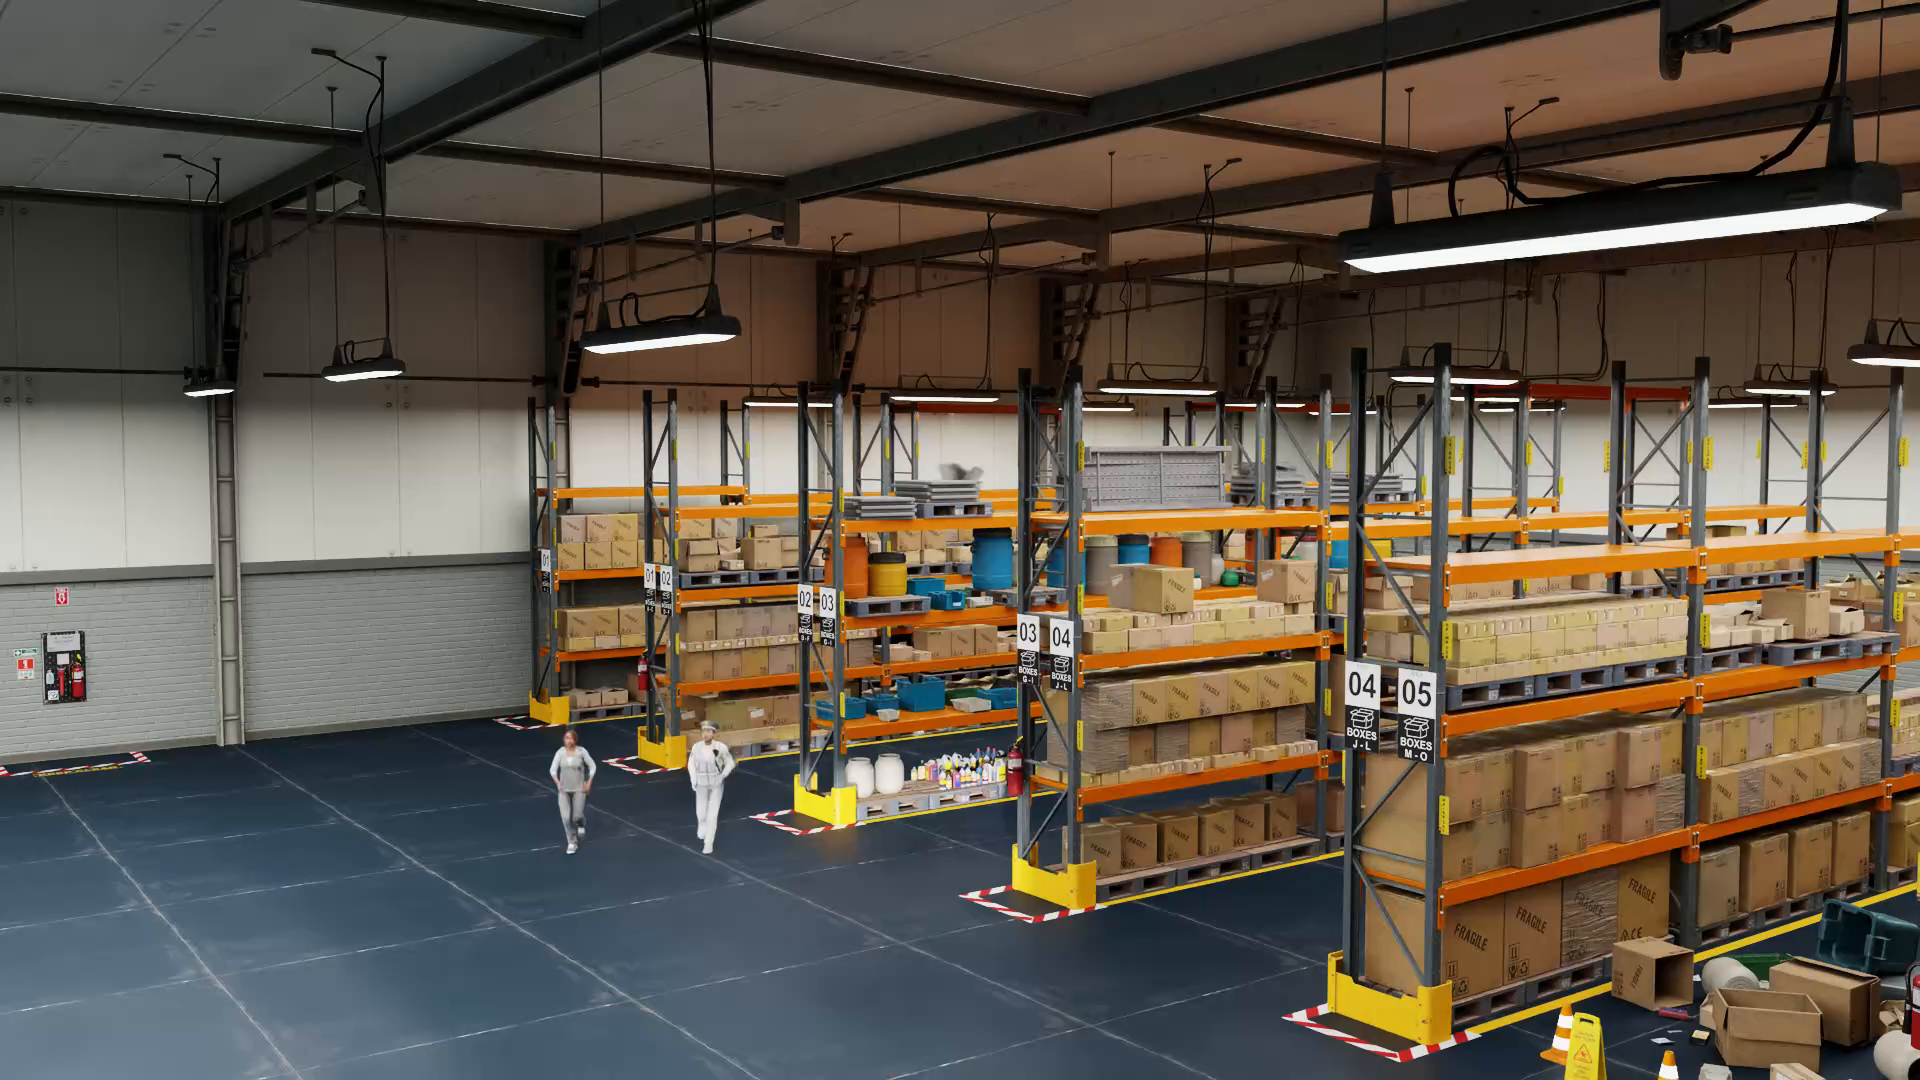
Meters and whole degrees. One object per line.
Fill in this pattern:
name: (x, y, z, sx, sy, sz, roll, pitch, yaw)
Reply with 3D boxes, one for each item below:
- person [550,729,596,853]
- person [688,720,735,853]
person: (-4.876, 3.149, 20.935, 0.567, 1.556, 0.563, 0, 3, -6)
person: (-3.153, 3.100, 21.057, 0.611, 1.673, 0.592, 0, 3, 1)
